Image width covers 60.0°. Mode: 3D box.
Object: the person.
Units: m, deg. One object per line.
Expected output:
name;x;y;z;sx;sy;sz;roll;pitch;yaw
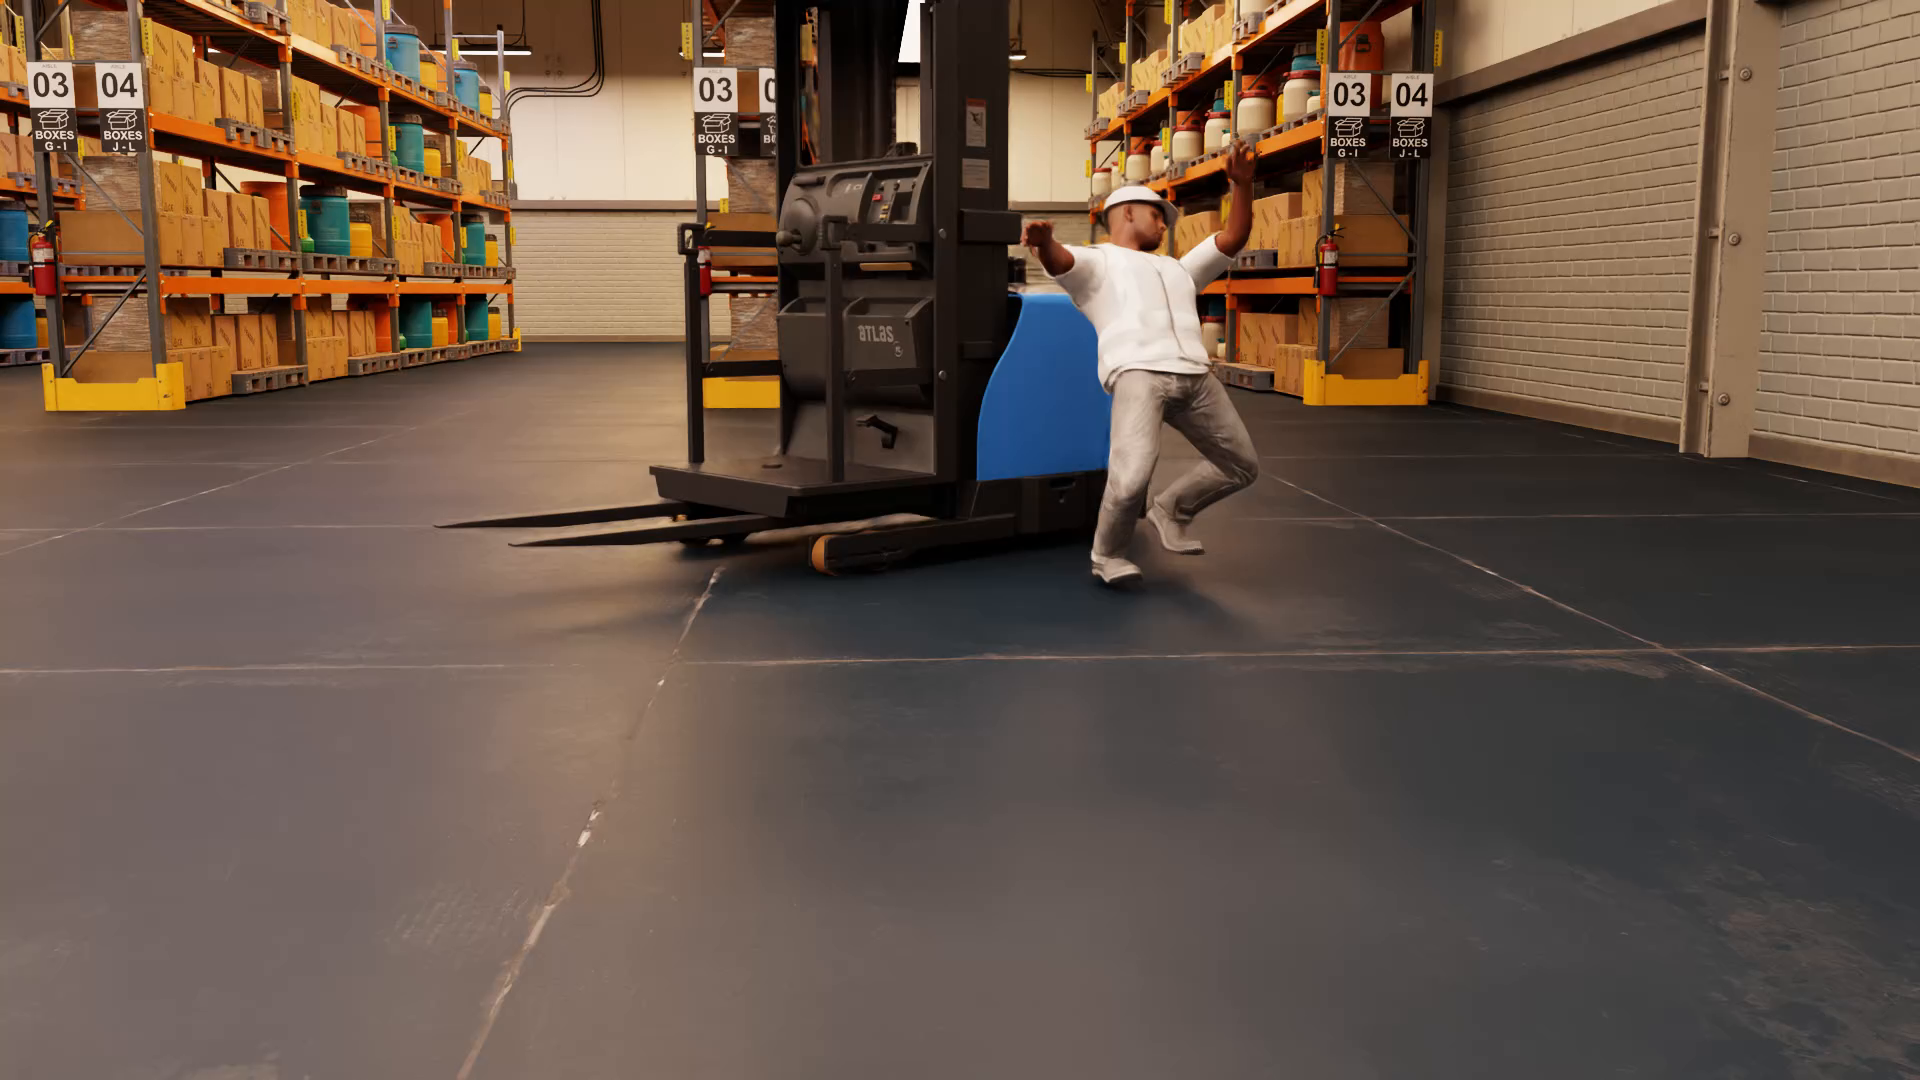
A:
person;0.543;-0.635;6.022;1.094;1.575;0.707;-6;11;-36

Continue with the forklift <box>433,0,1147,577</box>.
forklift;-0.599;-1.395;6.727;3.031;2.935;1.130;-7;11;-40
